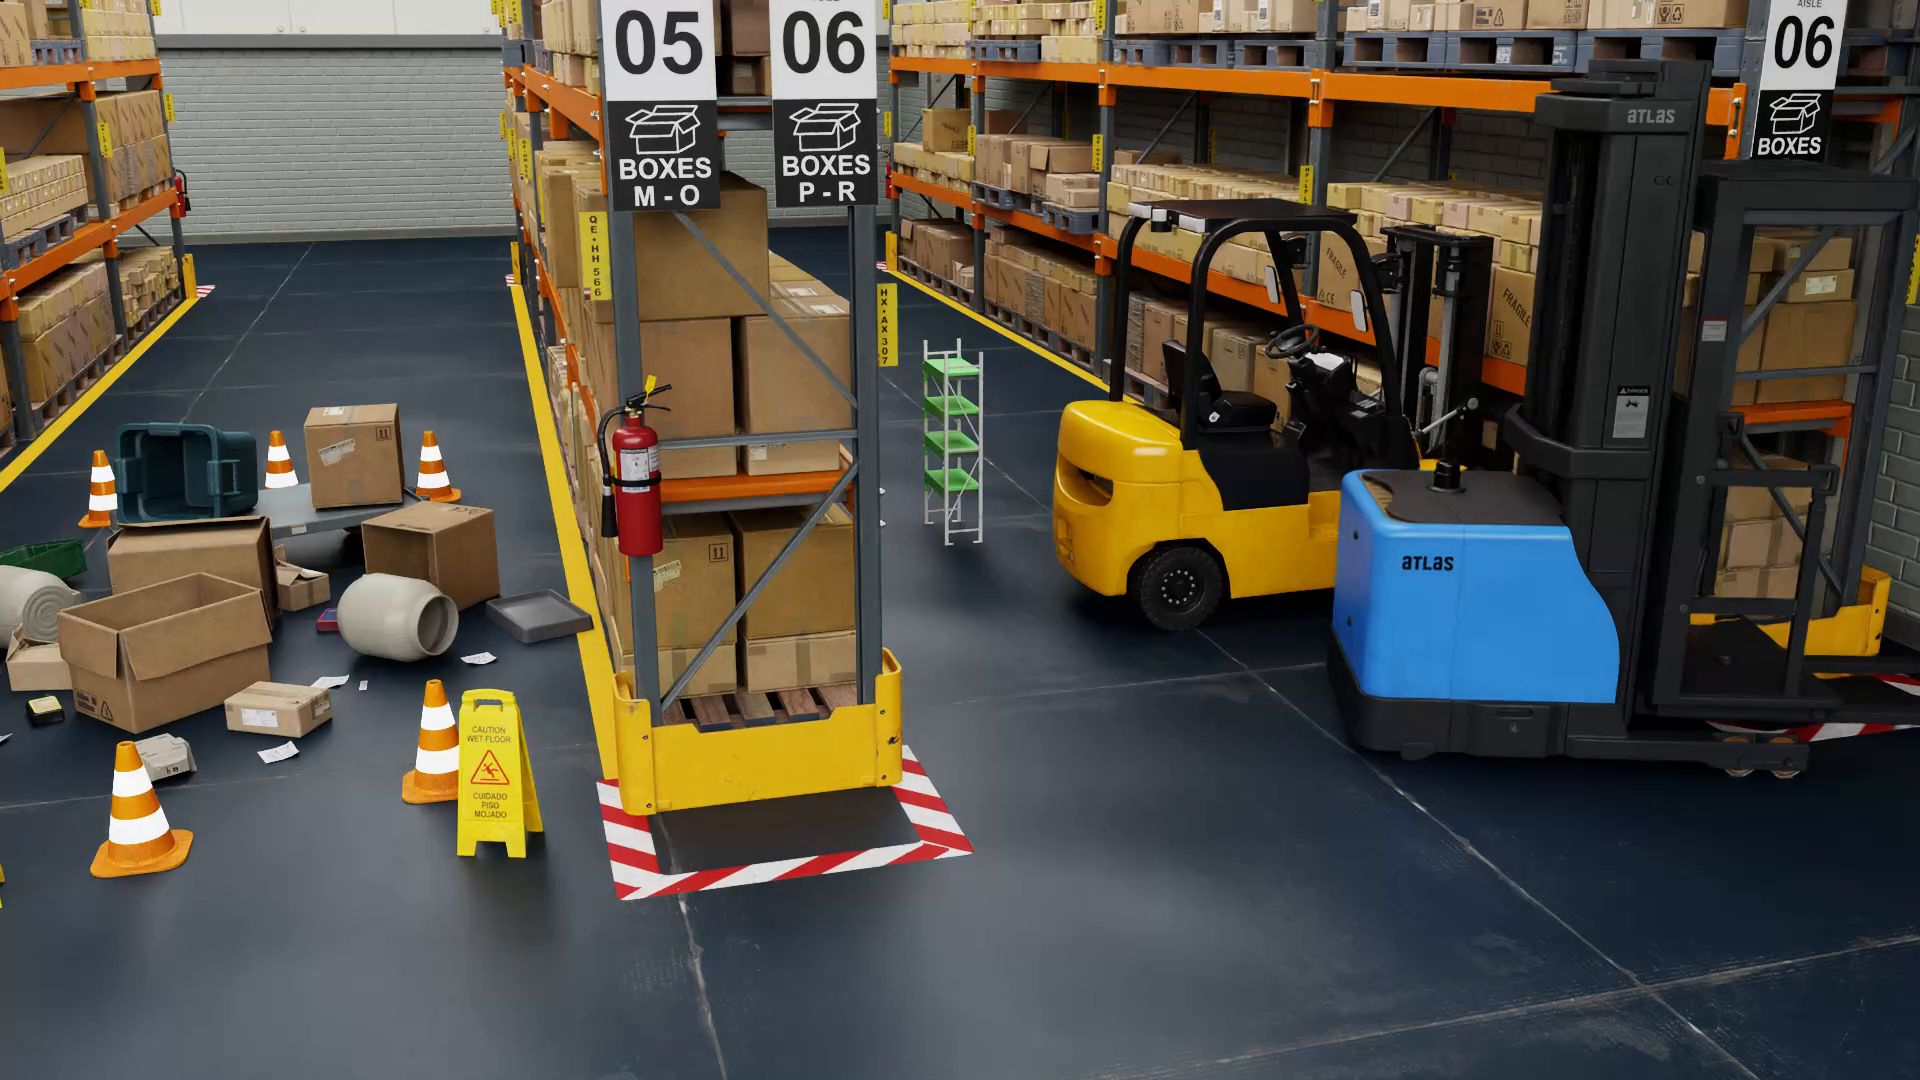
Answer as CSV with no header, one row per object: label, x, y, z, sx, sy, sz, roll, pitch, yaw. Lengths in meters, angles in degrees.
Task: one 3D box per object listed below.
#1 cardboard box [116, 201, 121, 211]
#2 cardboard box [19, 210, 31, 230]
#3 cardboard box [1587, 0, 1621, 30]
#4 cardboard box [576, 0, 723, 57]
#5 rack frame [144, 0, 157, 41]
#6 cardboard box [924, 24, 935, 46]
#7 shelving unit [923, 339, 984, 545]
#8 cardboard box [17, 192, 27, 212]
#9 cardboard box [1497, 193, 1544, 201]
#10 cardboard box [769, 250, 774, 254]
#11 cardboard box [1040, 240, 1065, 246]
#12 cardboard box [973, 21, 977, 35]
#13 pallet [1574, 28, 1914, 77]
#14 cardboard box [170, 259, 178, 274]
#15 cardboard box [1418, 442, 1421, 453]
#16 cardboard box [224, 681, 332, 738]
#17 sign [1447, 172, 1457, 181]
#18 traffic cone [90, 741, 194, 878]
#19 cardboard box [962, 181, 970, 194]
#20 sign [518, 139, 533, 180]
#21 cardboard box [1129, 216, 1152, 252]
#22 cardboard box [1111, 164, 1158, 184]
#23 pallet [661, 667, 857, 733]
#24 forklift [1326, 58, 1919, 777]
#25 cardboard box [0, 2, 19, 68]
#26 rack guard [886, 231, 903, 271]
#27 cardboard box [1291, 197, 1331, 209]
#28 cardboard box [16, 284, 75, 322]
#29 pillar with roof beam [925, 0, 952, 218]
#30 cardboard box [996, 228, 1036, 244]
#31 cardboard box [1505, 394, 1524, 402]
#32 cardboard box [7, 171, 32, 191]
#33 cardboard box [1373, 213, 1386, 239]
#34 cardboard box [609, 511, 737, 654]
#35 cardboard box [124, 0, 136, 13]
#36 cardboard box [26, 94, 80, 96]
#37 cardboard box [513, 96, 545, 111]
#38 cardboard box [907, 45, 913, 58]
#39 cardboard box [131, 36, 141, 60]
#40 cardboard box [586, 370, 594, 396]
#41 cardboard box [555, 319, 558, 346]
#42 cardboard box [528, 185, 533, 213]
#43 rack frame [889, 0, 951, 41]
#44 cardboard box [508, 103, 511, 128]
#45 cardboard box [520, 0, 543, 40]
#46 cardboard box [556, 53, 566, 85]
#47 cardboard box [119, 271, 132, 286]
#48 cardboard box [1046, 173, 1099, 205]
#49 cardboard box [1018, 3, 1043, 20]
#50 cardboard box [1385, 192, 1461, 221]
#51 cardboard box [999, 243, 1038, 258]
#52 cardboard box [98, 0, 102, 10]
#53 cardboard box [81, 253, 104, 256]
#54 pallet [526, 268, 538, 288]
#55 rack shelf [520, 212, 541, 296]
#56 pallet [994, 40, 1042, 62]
cardboard box,-8.945,-3.483,17.269,0.380,0.149,0.250,-6,18,-18
cardboard box,-7.900,-2.626,13.685,0.380,0.149,0.250,-4,17,-13
cardboard box,3.365,-2.678,8.270,0.396,0.266,0.258,-5,17,-15
cardboard box,-1.217,-2.016,6.478,0.500,0.250,0.500,-5,17,-16
rack frame,-9.946,-7.268,19.005,1.000,3.000,0.127,-5,17,-15
cardboard box,-0.131,-6.147,20.233,0.500,0.250,0.500,-5,17,-16
shelving unit,-0.046,-0.620,10.432,0.258,1.200,0.503,-5,17,-15
cardboard box,-7.910,-2.773,13.658,0.380,0.149,0.250,-5,17,-15
cardboard box,3.529,-2.042,10.218,0.380,0.149,0.250,-5,17,-16
cardboard box,-1.260,-1.297,8.864,0.500,0.500,0.500,-4,17,-14
cardboard box,1.112,-3.264,18.592,0.380,0.149,0.250,-5,17,-15
cardboard box,0.356,-5.552,18.040,0.380,0.149,0.250,-4,17,-14
pallet,3.785,-2.373,8.079,1.003,0.211,1.213,-5,17,-15
cardboard box,-9.527,-3.249,19.764,0.380,0.149,0.250,-5,17,-17
cardboard box,2.958,-0.574,10.331,0.500,0.250,0.500,-5,17,-16
cardboard box,-3.120,0.775,7.615,0.380,0.149,0.250,4,17,13
sign,3.388,-2.385,11.535,0.100,0.325,0.005,-5,17,-15
traffic cone,-3.150,0.992,6.346,0.336,0.463,0.334,-5,17,-15
cardboard box,0.233,-4.119,19.388,0.380,0.149,0.250,-4,17,-14
sign,-3.549,-3.111,13.581,0.100,0.325,0.005,-5,17,-15
cardboard box,1.776,-2.641,14.291,0.500,0.250,0.500,-5,17,-16
cardboard box,1.560,-3.242,14.728,0.380,0.149,0.250,-4,17,-14
pallet,-1.028,0.699,7.759,1.003,0.211,1.213,-5,17,-15
forklift,3.265,-0.551,7.190,3.031,2.935,1.130,1,17,3
cardboard box,-7.793,-3.983,13.110,0.500,0.500,0.500,-5,17,-15
rack guard,-0.422,-3.989,22.863,1.175,0.500,0.348,-5,17,-15
cardboard box,2.547,-2.324,11.672,0.380,0.149,0.250,-4,17,-13
cardboard box,-7.967,-2.033,14.317,0.500,0.250,0.500,-5,17,-15
pillar with roof beam,-4.457,-8.557,23.298,9.100,9.000,0.400,-5,17,-15
cardboard box,0.617,-3.370,18.426,0.380,0.149,0.250,-6,18,-18
cardboard box,3.602,-0.712,9.920,0.500,0.250,0.500,-5,17,-16
cardboard box,-7.976,-2.981,13.834,0.380,0.149,0.250,-4,17,-13
cardboard box,2.861,-1.996,10.582,0.380,0.149,0.250,-5,17,-15
cardboard box,-1.288,0.167,7.427,0.500,0.500,0.500,-5,17,-15
cardboard box,-9.351,-5.910,18.396,0.380,0.149,0.250,-4,17,-14
cardboard box,-9.668,-4.493,17.767,0.500,0.500,0.500,-5,18,-17
cardboard box,-4.506,-4.605,17.529,0.380,0.149,0.250,-5,17,-16
cardboard box,-0.458,-6.197,21.092,0.380,0.149,0.250,-4,17,-14
cardboard box,-9.296,-5.376,18.181,0.500,0.250,0.500,-4,17,-13
cardboard box,-1.700,-0.840,8.470,0.380,0.149,0.250,-5,17,-15
cardboard box,-3.367,-2.229,15.623,0.875,0.875,0.875,-4,17,-15
cardboard box,-3.538,-3.024,14.697,0.500,0.250,0.500,-5,17,-17
rack frame,-0.443,-8.080,21.711,1.000,3.000,0.127,-5,17,-15
cardboard box,-5.059,-4.901,19.643,0.500,0.500,0.500,-5,17,-16
cardboard box,-3.265,-4.381,13.698,0.797,0.503,0.637,-6,18,-19
cardboard box,-1.797,-2.342,8.256,0.380,0.149,0.250,-5,17,-16
cardboard box,-8.972,-2.738,17.544,0.380,0.149,0.250,-5,17,-17
cardboard box,1.154,-3.390,16.054,0.500,0.250,0.500,-6,18,-18
cardboard box,0.796,-5.270,16.584,0.380,0.149,0.250,-5,17,-15
cardboard box,2.867,-2.063,10.288,0.380,0.149,0.250,-4,17,-14
cardboard box,0.650,-3.225,18.461,0.380,0.149,0.250,-5,17,-17
cardboard box,-8.978,-5.471,16.936,0.380,0.149,0.250,-5,18,-17
cardboard box,-9.991,-3.197,19.072,0.380,0.149,0.250,-5,17,-15
pallet,-4.920,-3.263,20.949,1.003,0.211,1.213,-5,17,-15
rack shelf,-3.566,-2.810,15.842,1.077,0.370,4.000,-5,17,-15
pallet,1.056,-4.975,16.912,1.213,0.211,1.003,-5,17,-15
